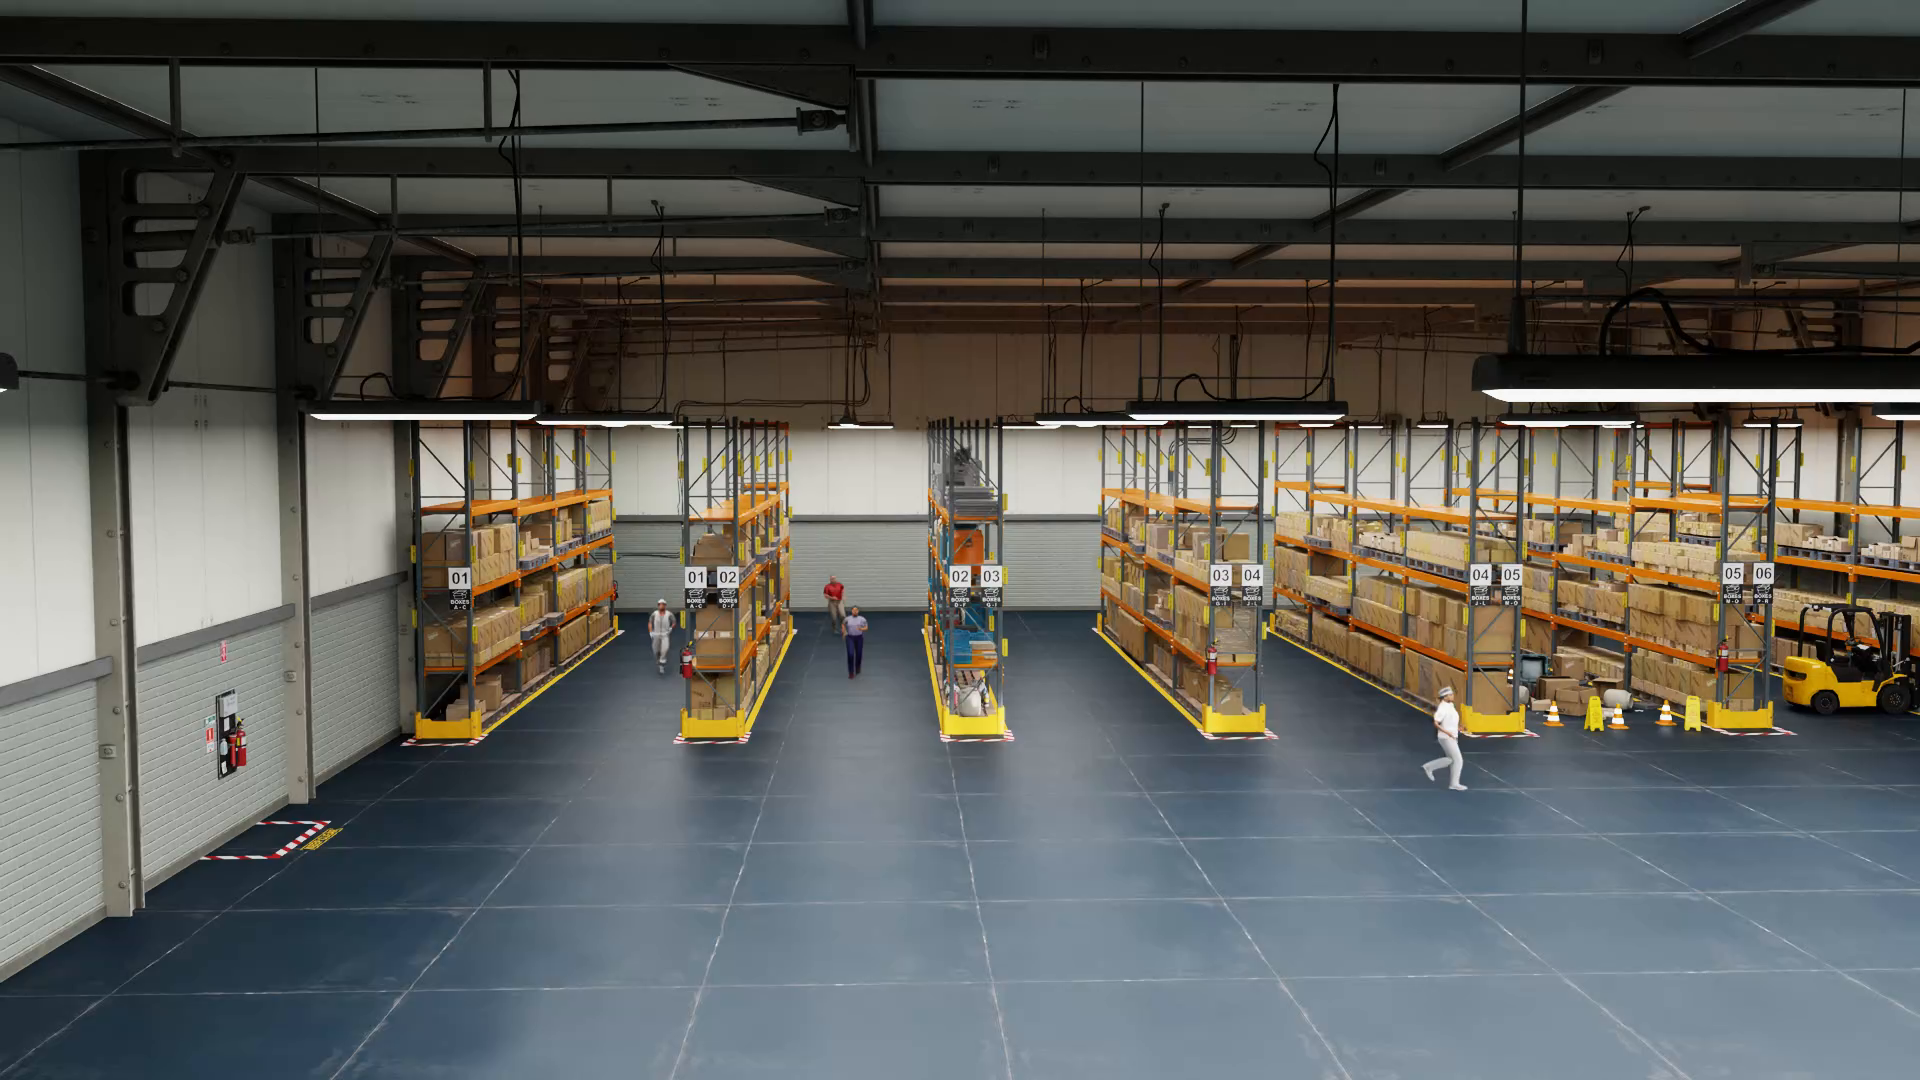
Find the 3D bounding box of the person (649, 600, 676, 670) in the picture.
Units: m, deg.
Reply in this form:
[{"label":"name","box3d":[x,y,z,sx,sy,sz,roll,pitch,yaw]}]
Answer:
[{"label":"person","box3d":[-7.086,2.252,39.618,0.631,1.666,0.632,0,4,-1]}]

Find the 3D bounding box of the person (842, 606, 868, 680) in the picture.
[{"label":"person","box3d":[-2.444,2.367,38.712,0.589,1.688,0.847,-1,4,-8]}]

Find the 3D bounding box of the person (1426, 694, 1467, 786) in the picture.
[{"label":"person","box3d":[7.774,3.144,26.613,0.644,1.547,0.584,2,4,28]}]

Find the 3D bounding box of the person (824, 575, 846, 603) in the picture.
[{"label":"person","box3d":[-3.485,1.378,46.581,0.672,0.812,0.648,-1,4,-19]}]

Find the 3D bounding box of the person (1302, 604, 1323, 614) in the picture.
[{"label":"person","box3d":[10.395,1.780,49.205,0.829,1.501,0.632,0,4,0]}]
